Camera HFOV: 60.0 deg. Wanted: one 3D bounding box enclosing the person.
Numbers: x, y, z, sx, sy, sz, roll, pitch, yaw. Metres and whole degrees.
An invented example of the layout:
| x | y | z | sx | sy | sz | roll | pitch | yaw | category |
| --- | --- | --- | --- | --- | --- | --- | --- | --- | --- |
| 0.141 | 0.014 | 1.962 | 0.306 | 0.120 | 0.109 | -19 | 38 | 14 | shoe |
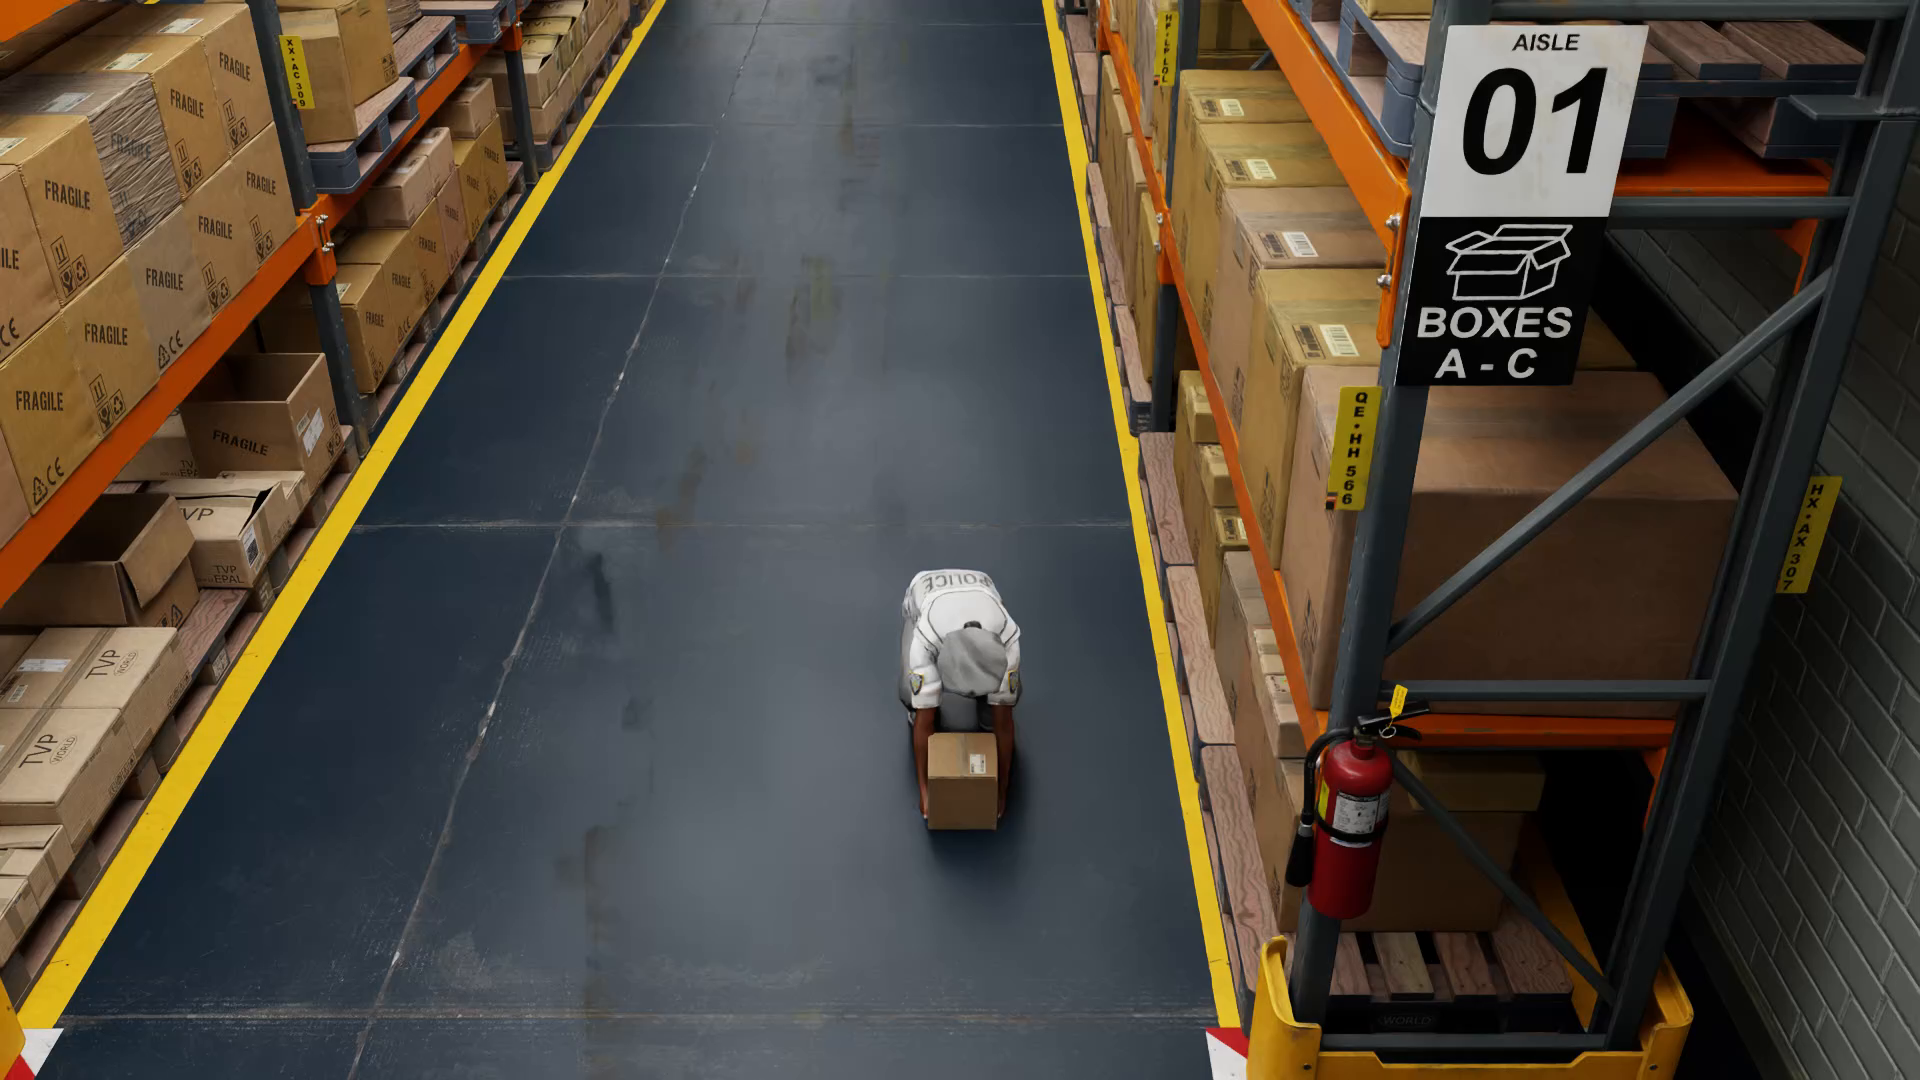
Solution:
| x | y | z | sx | sy | sz | roll | pitch | yaw | category |
| --- | --- | --- | --- | --- | --- | --- | --- | --- | --- |
| -0.001 | 0.496 | 6.267 | 0.466 | 0.781 | 0.952 | -1 | 32 | -2 | person |
